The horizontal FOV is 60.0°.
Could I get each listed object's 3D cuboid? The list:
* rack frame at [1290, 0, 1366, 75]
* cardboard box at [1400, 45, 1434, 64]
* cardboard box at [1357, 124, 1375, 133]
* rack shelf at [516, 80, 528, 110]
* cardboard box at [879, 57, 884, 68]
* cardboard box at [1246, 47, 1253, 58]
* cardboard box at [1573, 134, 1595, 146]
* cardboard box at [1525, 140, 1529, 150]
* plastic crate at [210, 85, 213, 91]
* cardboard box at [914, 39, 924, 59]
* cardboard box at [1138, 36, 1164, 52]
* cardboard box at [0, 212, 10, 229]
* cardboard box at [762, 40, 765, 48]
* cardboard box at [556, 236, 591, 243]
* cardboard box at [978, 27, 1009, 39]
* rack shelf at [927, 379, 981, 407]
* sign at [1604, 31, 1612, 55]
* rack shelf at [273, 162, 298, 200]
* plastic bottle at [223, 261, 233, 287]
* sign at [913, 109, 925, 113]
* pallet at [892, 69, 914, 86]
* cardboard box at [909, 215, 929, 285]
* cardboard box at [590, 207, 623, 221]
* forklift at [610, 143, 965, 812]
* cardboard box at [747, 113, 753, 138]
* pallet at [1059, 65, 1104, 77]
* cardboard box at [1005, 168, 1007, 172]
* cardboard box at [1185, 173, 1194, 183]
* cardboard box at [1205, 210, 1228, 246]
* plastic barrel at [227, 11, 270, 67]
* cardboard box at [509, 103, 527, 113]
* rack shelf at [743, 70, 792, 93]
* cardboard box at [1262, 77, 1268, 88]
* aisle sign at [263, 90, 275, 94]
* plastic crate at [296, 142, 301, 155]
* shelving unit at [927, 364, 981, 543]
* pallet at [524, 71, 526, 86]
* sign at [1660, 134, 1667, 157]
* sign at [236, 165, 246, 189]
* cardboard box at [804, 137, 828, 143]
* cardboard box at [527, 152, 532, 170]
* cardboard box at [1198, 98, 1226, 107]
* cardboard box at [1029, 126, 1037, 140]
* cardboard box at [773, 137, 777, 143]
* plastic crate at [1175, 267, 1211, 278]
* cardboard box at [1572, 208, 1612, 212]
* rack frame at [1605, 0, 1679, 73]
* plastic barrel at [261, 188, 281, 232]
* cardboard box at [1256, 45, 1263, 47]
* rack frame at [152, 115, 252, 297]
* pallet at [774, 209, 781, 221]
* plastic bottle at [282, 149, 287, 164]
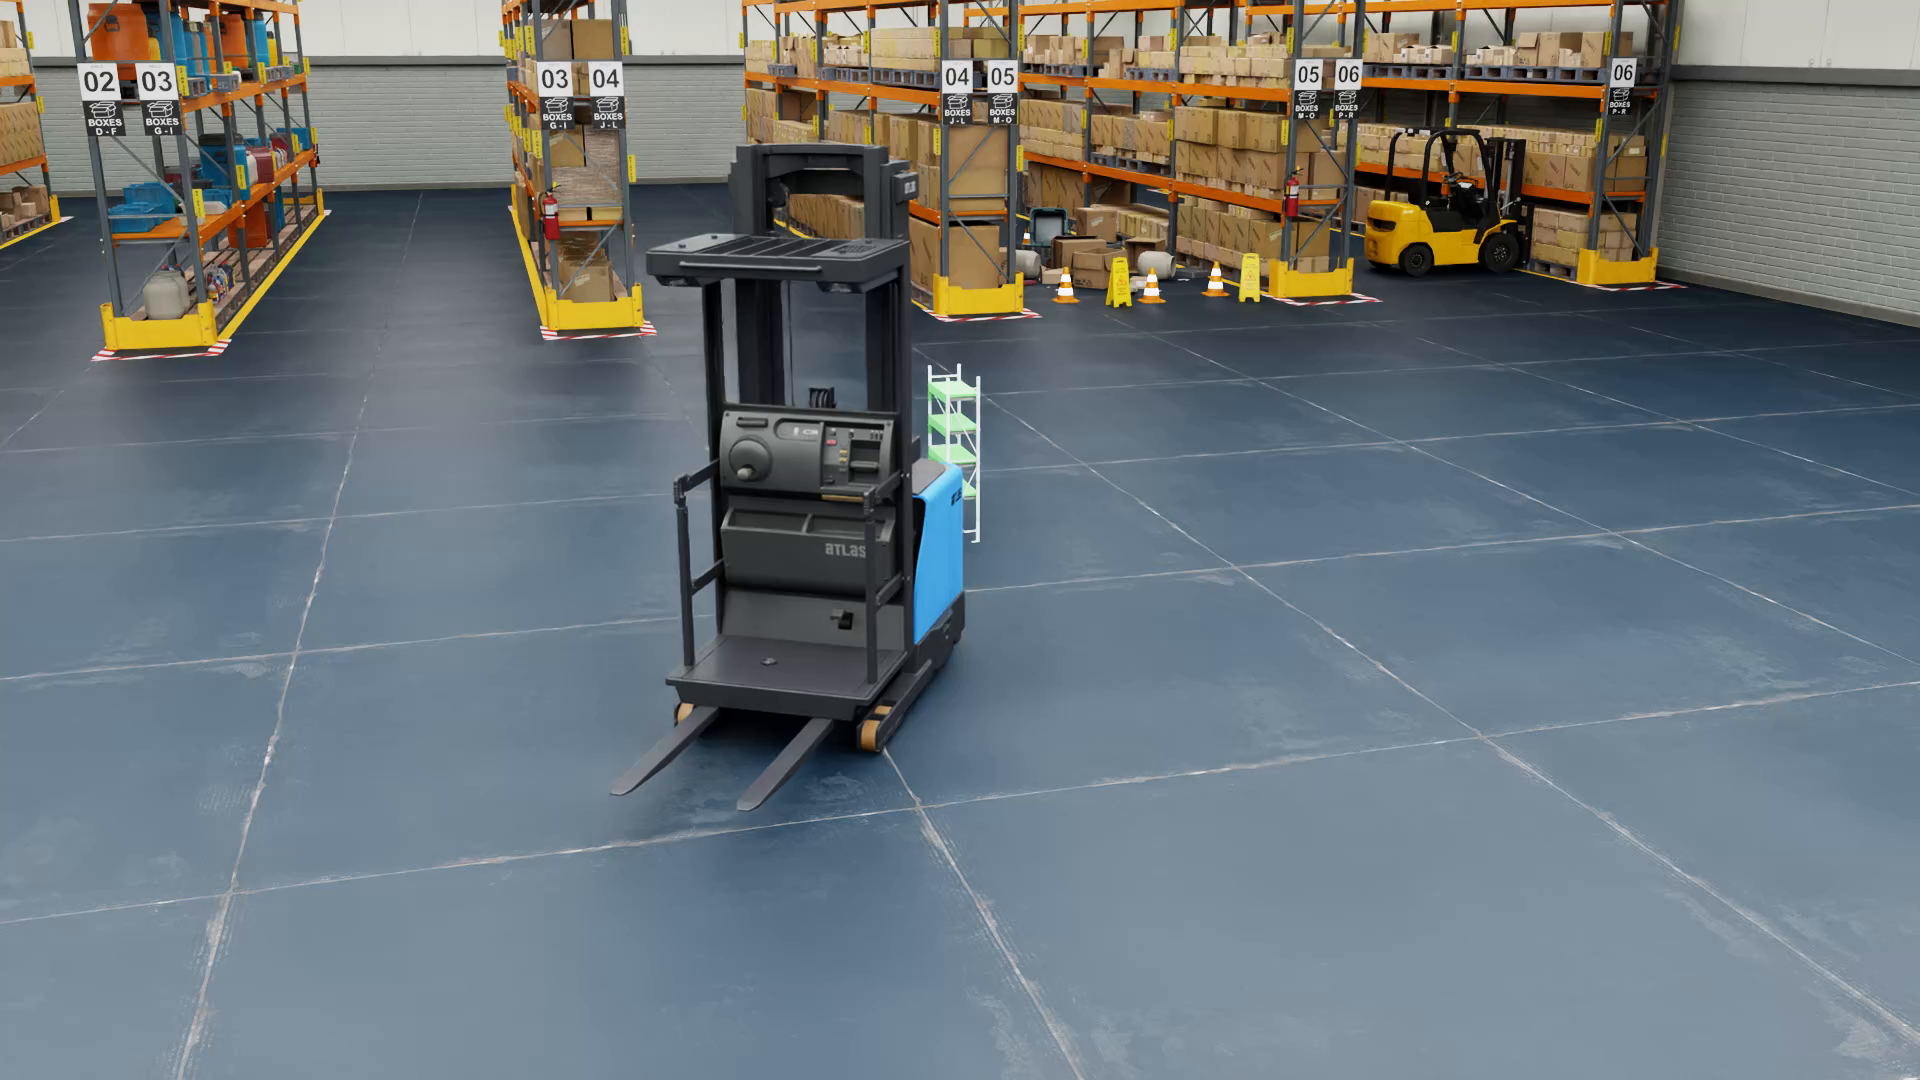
[{"bbox_3d":[4.969,-7.761,22.146,1.000,3.000,0.127,-5,17,-15],"label":"rack frame"},{"bbox_3d":[7.997,-8.424,28.818,0.500,0.311,0.500,-5,18,-17],"label":"cardboard box"},{"bbox_3d":[7.516,-7.598,30.732,0.380,0.149,0.250,-4,17,-14],"label":"cardboard box"},{"bbox_3d":[-6.209,-6.856,25.598,1.077,0.370,4.000,-5,17,-15],"label":"rack shelf"},{"bbox_3d":[-0.949,-6.872,23.934,0.380,0.149,0.250,-5,17,-15],"label":"cardboard box"},{"bbox_3d":[4.343,-7.016,23.933,0.380,0.149,0.250,-5,17,-17],"label":"cardboard box"},{"bbox_3d":[9.341,-5.930,24.662,0.380,0.149,0.250,-5,17,-15],"label":"cardboard box"},{"bbox_3d":[9.017,-6.142,25.885,0.380,0.149,0.250,-5,17,-16],"label":"cardboard box"},{"bbox_3d":[-9.592,-5.717,21.015,0.243,0.136,0.396,-5,17,-15],"label":"plastic crate"},{"bbox_3d":[-0.303,-6.476,21.924,0.500,0.250,0.500,-5,17,-15],"label":"cardboard box"},{"bbox_3d":[3.286,-8.230,27.584,0.500,0.250,0.500,-4,17,-14],"label":"cardboard box"},{"bbox_3d":[-17.291,-5.697,29.614,0.500,0.311,0.500,-5,17,-15],"label":"cardboard box"},{"bbox_3d":[-3.790,-10.003,33.524,0.380,0.149,0.250,-5,17,-16],"label":"cardboard box"},{"bbox_3d":[-5.588,-4.101,24.004,0.500,0.500,0.500,-5,18,-17],"label":"cardboard box"},{"bbox_3d":[0.451,-6.533,21.419,0.380,0.149,0.250,-5,17,-15],"label":"cardboard box"},{"bbox_3d":[-0.045,-1.019,11.812,0.258,0.148,0.480,-5,17,-15],"label":"rack shelf"},{"bbox_3d":[9.215,-7.065,23.641,0.100,0.325,0.005,-5,17,-15],"label":"sign"},{"bbox_3d":[-12.070,-6.134,28.409,1.077,0.370,4.000,-5,17,-15],"label":"rack shelf"},{"bbox_3d":[-9.967,-3.606,22.581,0.144,0.351,0.185,-5,17,-17],"label":"plastic bottle"},{"bbox_3d":[-1.064,-11.014,42.934,0.327,0.218,0.001,-5,17,-15],"label":"sign"},{"bbox_3d":[-0.316,-6.405,23.000,1.003,0.211,1.213,-5,17,-15],"label":"pallet"},{"bbox_3d":[-0.257,-4.077,23.275,0.875,0.875,0.875,-5,17,-16],"label":"cardboard box"},{"bbox_3d":[-4.409,-4.081,20.762,0.380,0.149,0.250,-5,17,-15],"label":"cardboard box"},{"bbox_3d":[-0.847,-0.455,8.372,1.130,2.935,3.031,4,17,14],"label":"forklift"},{"bbox_3d":[-4.302,-8.938,35.803,0.500,0.500,0.500,-4,17,-13],"label":"cardboard box"},{"bbox_3d":[2.542,-8.620,30.550,1.213,0.211,1.003,-4,17,-13],"label":"pallet"},{"bbox_3d":[0.849,-8.113,37.469,0.875,0.438,0.875,-5,18,-17],"label":"cardboard box"},{"bbox_3d":[3.767,-5.695,26.135,0.380,0.149,0.250,-4,17,-14],"label":"cardboard box"},{"bbox_3d":[4.071,-4.762,25.338,0.500,0.500,0.500,-4,17,-12],"label":"cardboard box"},{"bbox_3d":[-12.004,-8.450,28.052,0.600,0.901,0.708,-5,17,-15],"label":"plastic barrel"},{"bbox_3d":[-8.947,-8.667,34.032,0.500,0.500,0.500,-5,17,-17],"label":"cardboard box"},{"bbox_3d":[-3.611,-9.433,34.177,1.077,0.370,4.000,-5,17,-15],"label":"rack shelf"},{"bbox_3d":[4.461,-6.423,23.343,0.380,0.149,0.250,-4,17,-14],"label":"cardboard box"},{"bbox_3d":[-14.025,-9.380,33.445,0.394,0.787,0.004,-5,17,-15],"label":"aisle sign"},{"bbox_3d":[-12.908,-7.539,32.022,0.416,0.233,0.300,-5,17,-15],"label":"plastic crate"},{"bbox_3d":[-0.045,-0.620,11.932,0.258,1.200,0.503,-5,17,-15],"label":"shelving unit"},{"bbox_3d":[-5.726,-6.736,24.276,1.213,0.211,1.003,-5,17,-15],"label":"pallet"},{"bbox_3d":[10.275,-5.776,24.324,0.100,0.325,0.005,-5,17,-15],"label":"sign"},{"bbox_3d":[-9.889,-4.992,22.875,0.100,0.325,0.005,-5,17,-15],"label":"sign"},{"bbox_3d":[-2.535,-7.005,29.248,0.380,0.149,0.250,-4,17,-14],"label":"cardboard box"},{"bbox_3d":[-6.519,-5.964,26.125,0.500,0.250,0.500,-5,17,-17],"label":"cardboard box"},{"bbox_3d":[5.621,-9.575,37.053,0.500,0.500,0.500,-4,17,-14],"label":"cardboard box"},{"bbox_3d":[1.691,-8.088,33.057,0.500,0.250,0.500,-4,17,-14],"label":"cardboard box"},{"bbox_3d":[-3.395,-7.723,32.155,0.380,0.149,0.250,-6,18,-18],"label":"cardboard box"},{"bbox_3d":[3.512,-4.097,25.451,0.402,0.080,0.583,-12,20,-34],"label":"plastic crate"},{"bbox_3d":[9.649,-4.930,25.462,0.500,0.250,0.500,-5,17,-15],"label":"cardboard box"},{"bbox_3d":[9.740,-8.154,23.456,1.000,3.000,0.127,-5,17,-15],"label":"rack frame"},{"bbox_3d":[-12.292,-5.880,29.231,0.600,0.901,0.708,-5,17,-15],"label":"plastic barrel"},{"bbox_3d":[6.273,-10.049,33.994,0.380,0.149,0.250,-5,17,-16],"label":"cardboard box"},{"bbox_3d":[-10.421,-4.819,22.780,1.000,3.000,0.127,-5,17,-15],"label":"rack frame"},{"bbox_3d":[-3.280,-6.635,33.674,1.003,0.211,1.213,-5,17,-15],"label":"pallet"},{"bbox_3d":[-12.201,-6.889,29.887,0.152,0.276,0.135,-5,17,-15],"label":"plastic bottle"}]
